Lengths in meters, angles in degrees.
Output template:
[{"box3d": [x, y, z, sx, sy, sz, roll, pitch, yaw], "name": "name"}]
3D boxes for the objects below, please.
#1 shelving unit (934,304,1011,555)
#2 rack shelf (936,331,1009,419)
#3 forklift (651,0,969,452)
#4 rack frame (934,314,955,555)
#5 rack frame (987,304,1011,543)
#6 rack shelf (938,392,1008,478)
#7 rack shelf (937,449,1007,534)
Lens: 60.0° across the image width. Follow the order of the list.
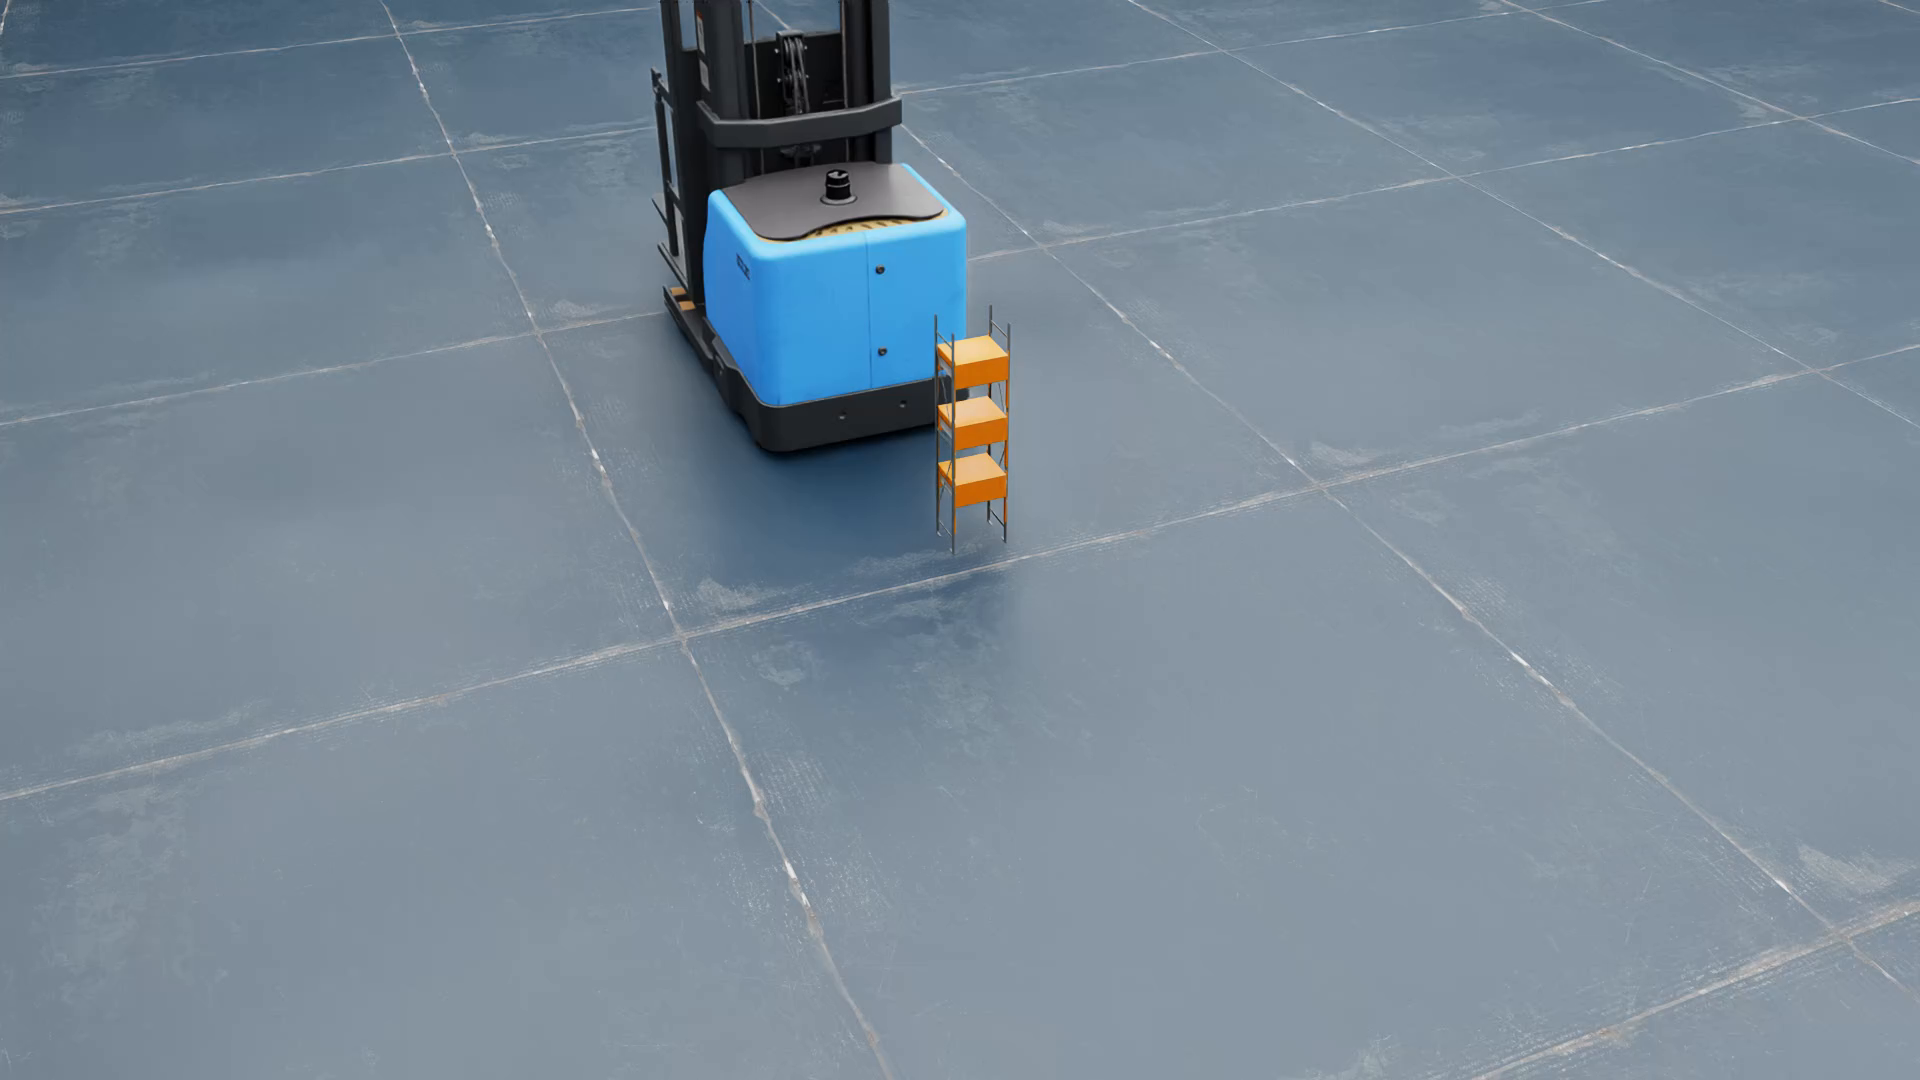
[{"box3d": [0.049, -0.451, 6.981, 0.252, 1.050, 0.215, -13, 35, -19], "name": "shelving unit"}, {"box3d": [0.049, -0.680, 6.832, 0.240, 0.259, 0.215, -13, 35, -19], "name": "rack shelf"}, {"box3d": [-0.978, -2.432, 8.301, 1.130, 2.935, 3.031, -12, 35, -18], "name": "forklift"}, {"box3d": [-0.063, -0.426, 6.941, 0.008, 1.050, 0.200, -13, 35, -19], "name": "rack frame"}, {"box3d": [0.162, -0.477, 7.021, 0.008, 1.050, 0.200, -13, 35, -19], "name": "rack frame"}, {"box3d": [0.049, -0.442, 6.987, 0.240, 0.259, 0.215, -13, 35, -19], "name": "rack shelf"}, {"box3d": [0.049, -0.210, 7.138, 0.240, 0.259, 0.215, -13, 35, -19], "name": "rack shelf"}]
